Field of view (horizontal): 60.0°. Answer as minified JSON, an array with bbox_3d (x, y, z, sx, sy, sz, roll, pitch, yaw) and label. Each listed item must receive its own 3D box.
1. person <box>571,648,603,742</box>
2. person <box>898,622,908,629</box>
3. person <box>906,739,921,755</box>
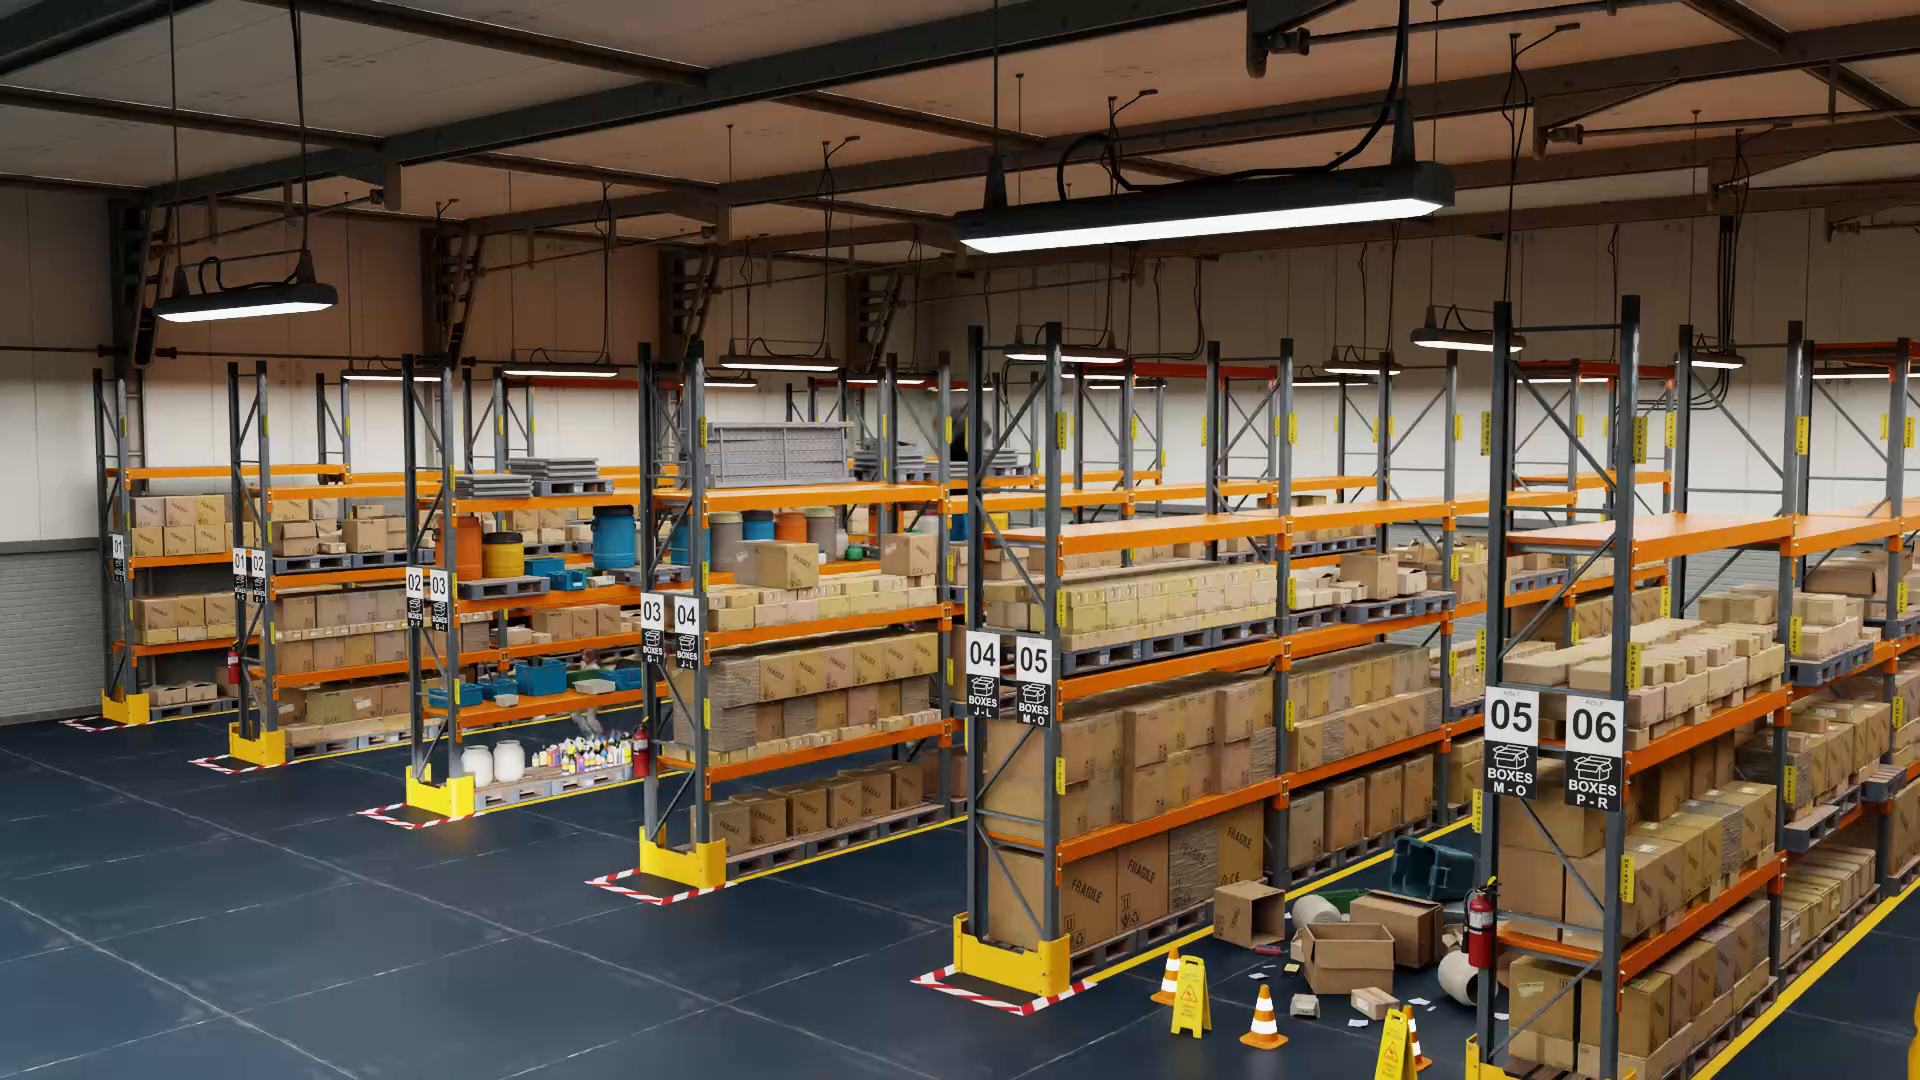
[{"bbox_3d":[-5.746,2.468,25.814,0.557,1.577,0.593,-4,6,-44],"label":"person"},{"bbox_3d":[-1.215,1.919,32.889,0.549,1.717,0.763,3,5,32],"label":"person"},{"bbox_3d":[-0.765,2.467,25.380,0.599,1.651,0.562,2,5,26],"label":"person"}]
